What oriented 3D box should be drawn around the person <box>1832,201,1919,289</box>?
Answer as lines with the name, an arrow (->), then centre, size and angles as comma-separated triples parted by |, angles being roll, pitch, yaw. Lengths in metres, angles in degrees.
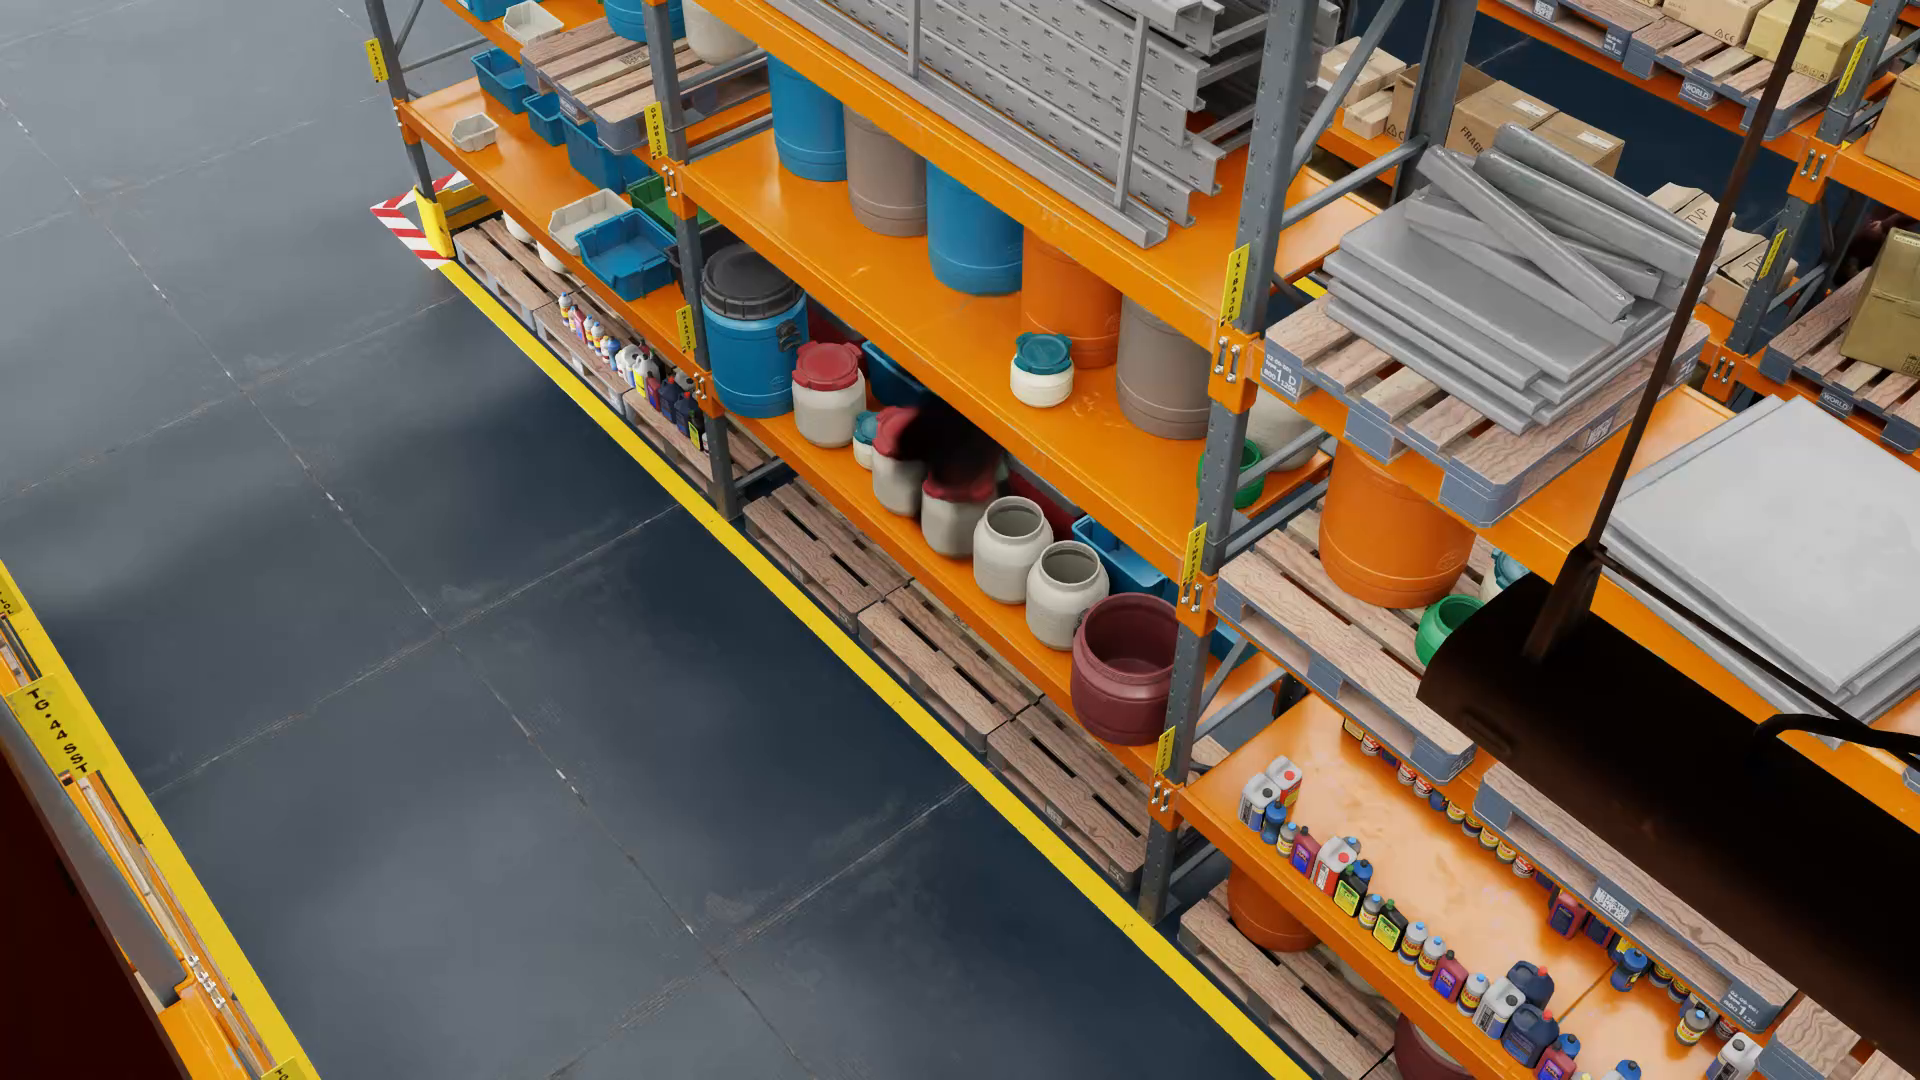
person -> 6.653, -2.271, 11.934 | 0.722, 1.735, 0.667 | -34, 55, -28
